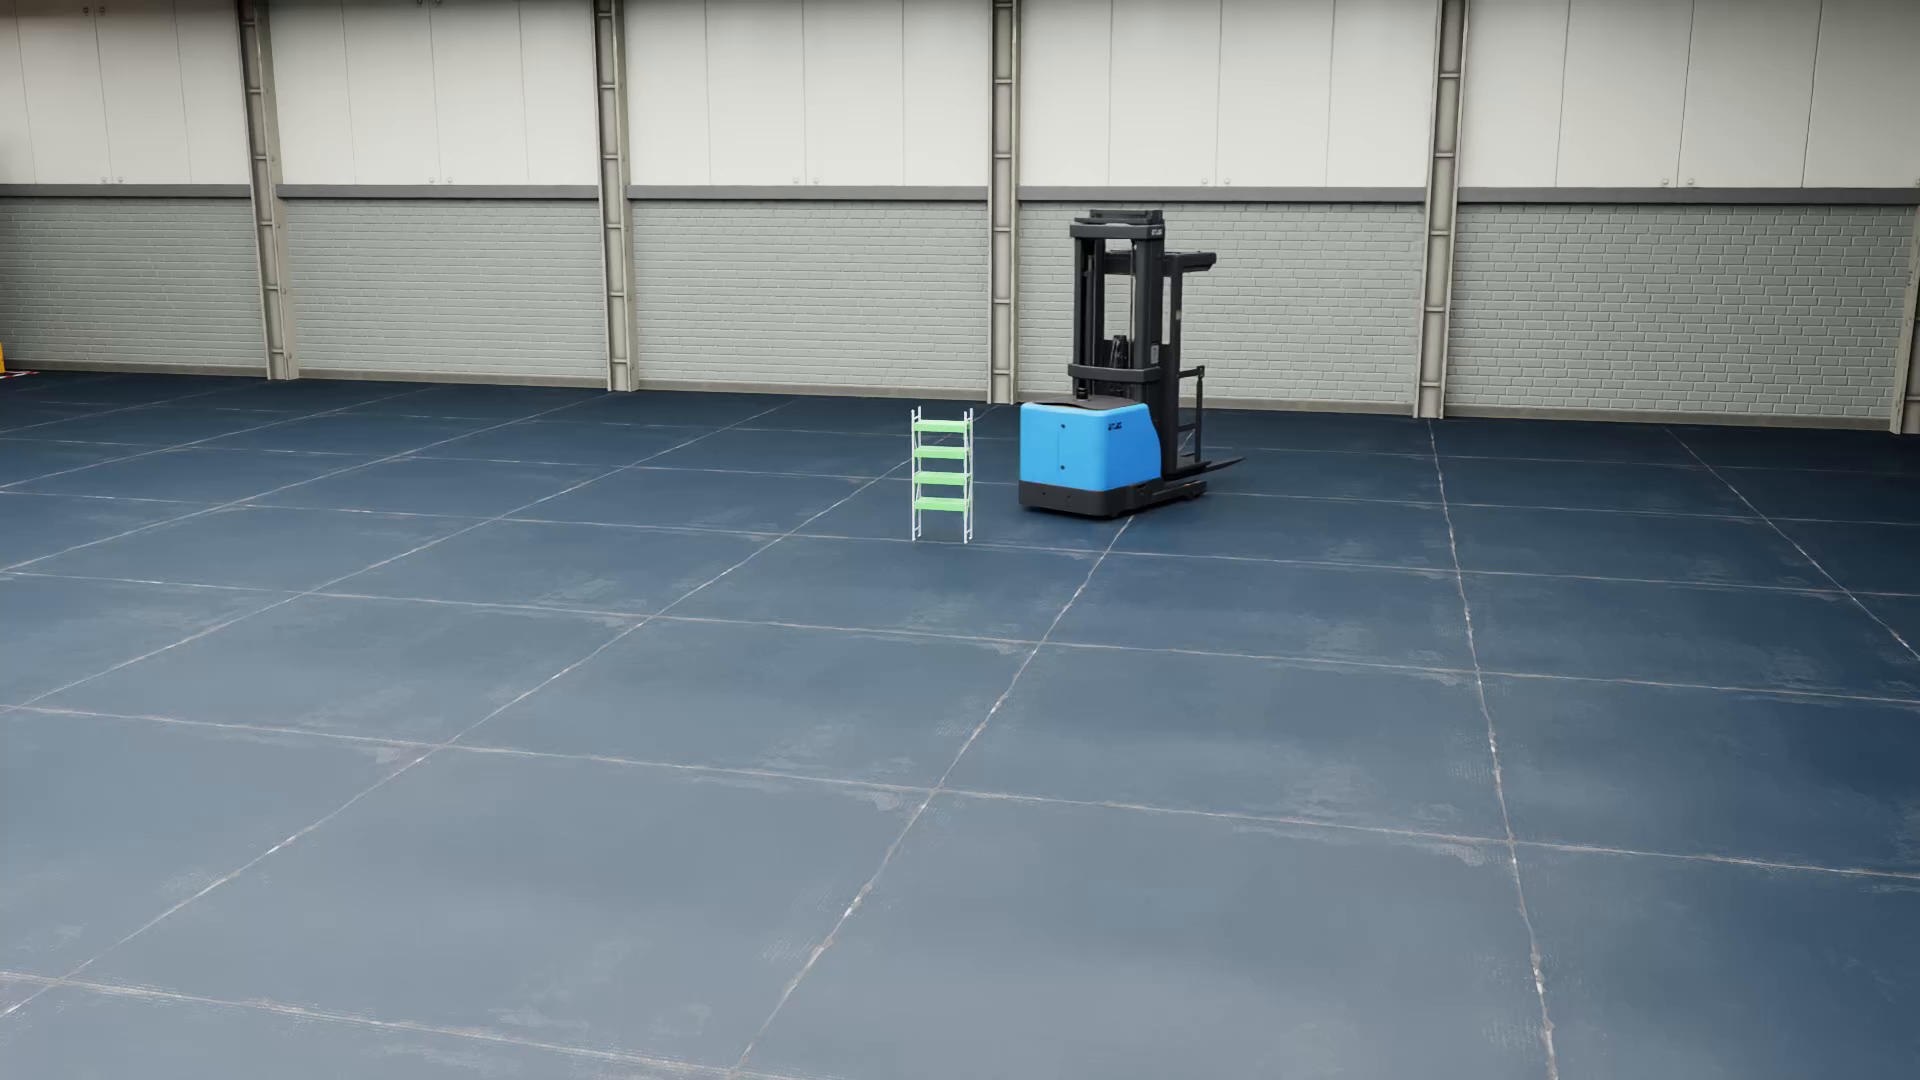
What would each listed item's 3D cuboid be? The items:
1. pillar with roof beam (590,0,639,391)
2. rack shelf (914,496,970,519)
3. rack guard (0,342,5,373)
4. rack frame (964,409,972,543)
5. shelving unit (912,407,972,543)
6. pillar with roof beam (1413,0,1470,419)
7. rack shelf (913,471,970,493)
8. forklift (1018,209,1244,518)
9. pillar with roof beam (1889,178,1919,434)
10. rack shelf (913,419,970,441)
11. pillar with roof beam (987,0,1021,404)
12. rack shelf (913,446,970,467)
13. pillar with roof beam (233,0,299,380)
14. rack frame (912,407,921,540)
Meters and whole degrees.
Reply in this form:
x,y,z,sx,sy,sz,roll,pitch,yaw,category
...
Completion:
x,y,z,sx,sy,sz,roll,pitch,yaw,category
-6.233,-5.810,20.662,0.400,9.000,9.100,3,13,14,pillar with roof beam
-0.161,-0.298,15.225,0.480,0.148,0.258,3,13,14,rack shelf
-16.369,-2.962,27.447,0.348,0.500,1.175,3,13,14,rack guard
0.076,-0.582,15.102,0.015,1.200,0.240,3,13,14,rack frame
-0.161,-0.594,15.159,0.503,1.200,0.258,3,13,14,shelving unit
5.417,-5.187,17.855,0.400,9.000,9.100,3,13,14,pillar with roof beam
-0.161,-0.532,15.173,0.480,0.148,0.258,3,13,14,rack shelf
1.908,-1.908,17.082,1.130,2.935,3.031,10,16,38,forklift
11.243,-4.876,16.452,0.400,9.000,9.100,3,13,14,pillar with roof beam
-0.161,-1.001,15.069,0.480,0.148,0.258,3,13,14,rack shelf
-0.408,-5.499,19.259,0.400,9.000,9.100,3,13,14,pillar with roof beam
-0.161,-0.766,15.121,0.480,0.148,0.258,3,13,14,rack shelf
-12.058,-6.122,22.066,0.400,9.000,9.100,3,13,14,pillar with roof beam
-0.398,-0.607,15.216,0.015,1.200,0.240,3,13,14,rack frame
